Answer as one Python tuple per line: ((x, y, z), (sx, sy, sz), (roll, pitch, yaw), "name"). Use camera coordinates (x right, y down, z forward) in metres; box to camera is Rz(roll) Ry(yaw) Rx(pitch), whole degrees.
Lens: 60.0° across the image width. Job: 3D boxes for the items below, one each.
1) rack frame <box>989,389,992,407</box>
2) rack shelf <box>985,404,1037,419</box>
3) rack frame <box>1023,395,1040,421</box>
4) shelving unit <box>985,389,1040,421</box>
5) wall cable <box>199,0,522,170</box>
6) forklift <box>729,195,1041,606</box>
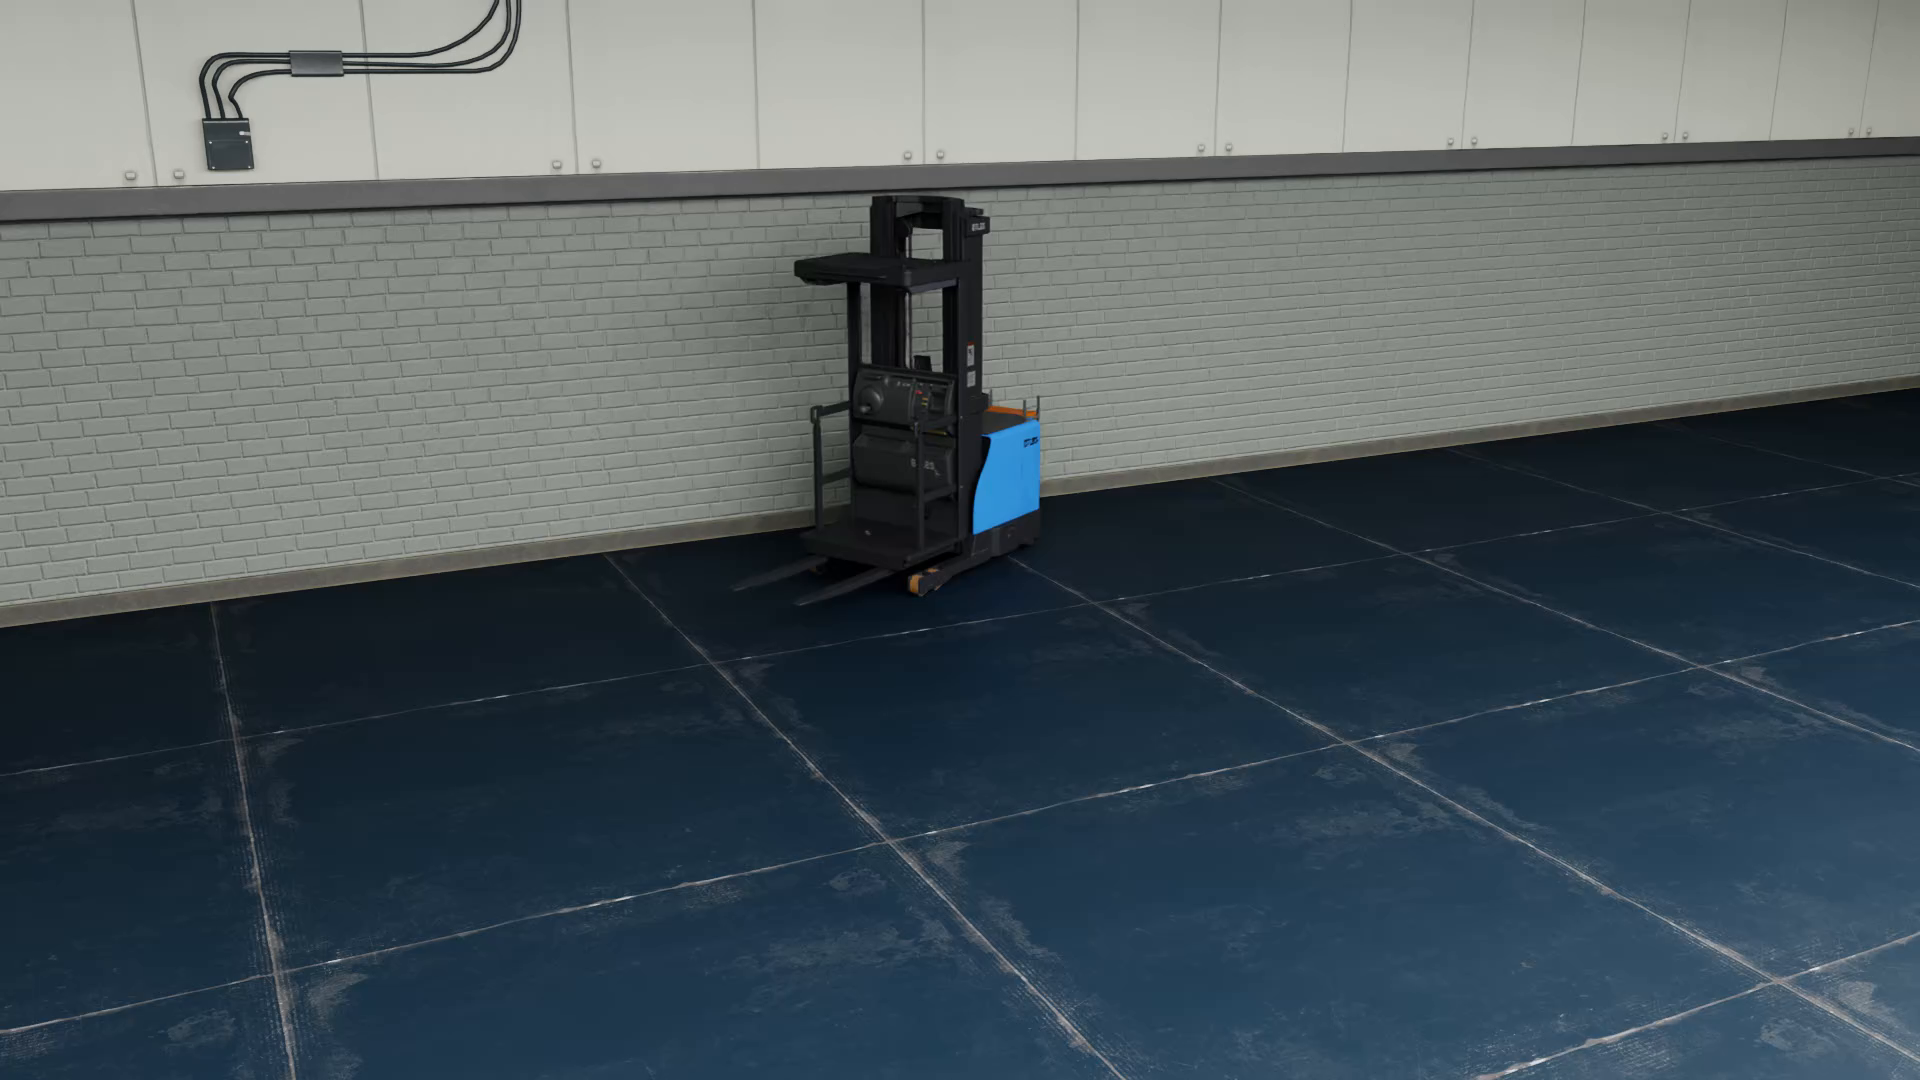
((0.205, -0.708, 14.542), (0.015, 1.200, 0.240), (11, 19, 33), "rack frame")
((0.407, -1.048, 14.302), (0.480, 0.148, 0.258), (11, 19, 33), "rack shelf")
((0.608, -0.632, 14.276), (0.015, 1.200, 0.240), (11, 19, 33), "rack frame")
((0.407, -0.670, 14.409), (0.503, 1.200, 0.258), (11, 19, 33), "shelving unit")
((-4.322, -5.664, 11.510), (2.305, 6.003, 0.169), (-8, 18, -25), "wall cable")
((-0.562, -1.129, 12.870), (1.130, 2.935, 3.031), (11, 19, 33), "forklift")
